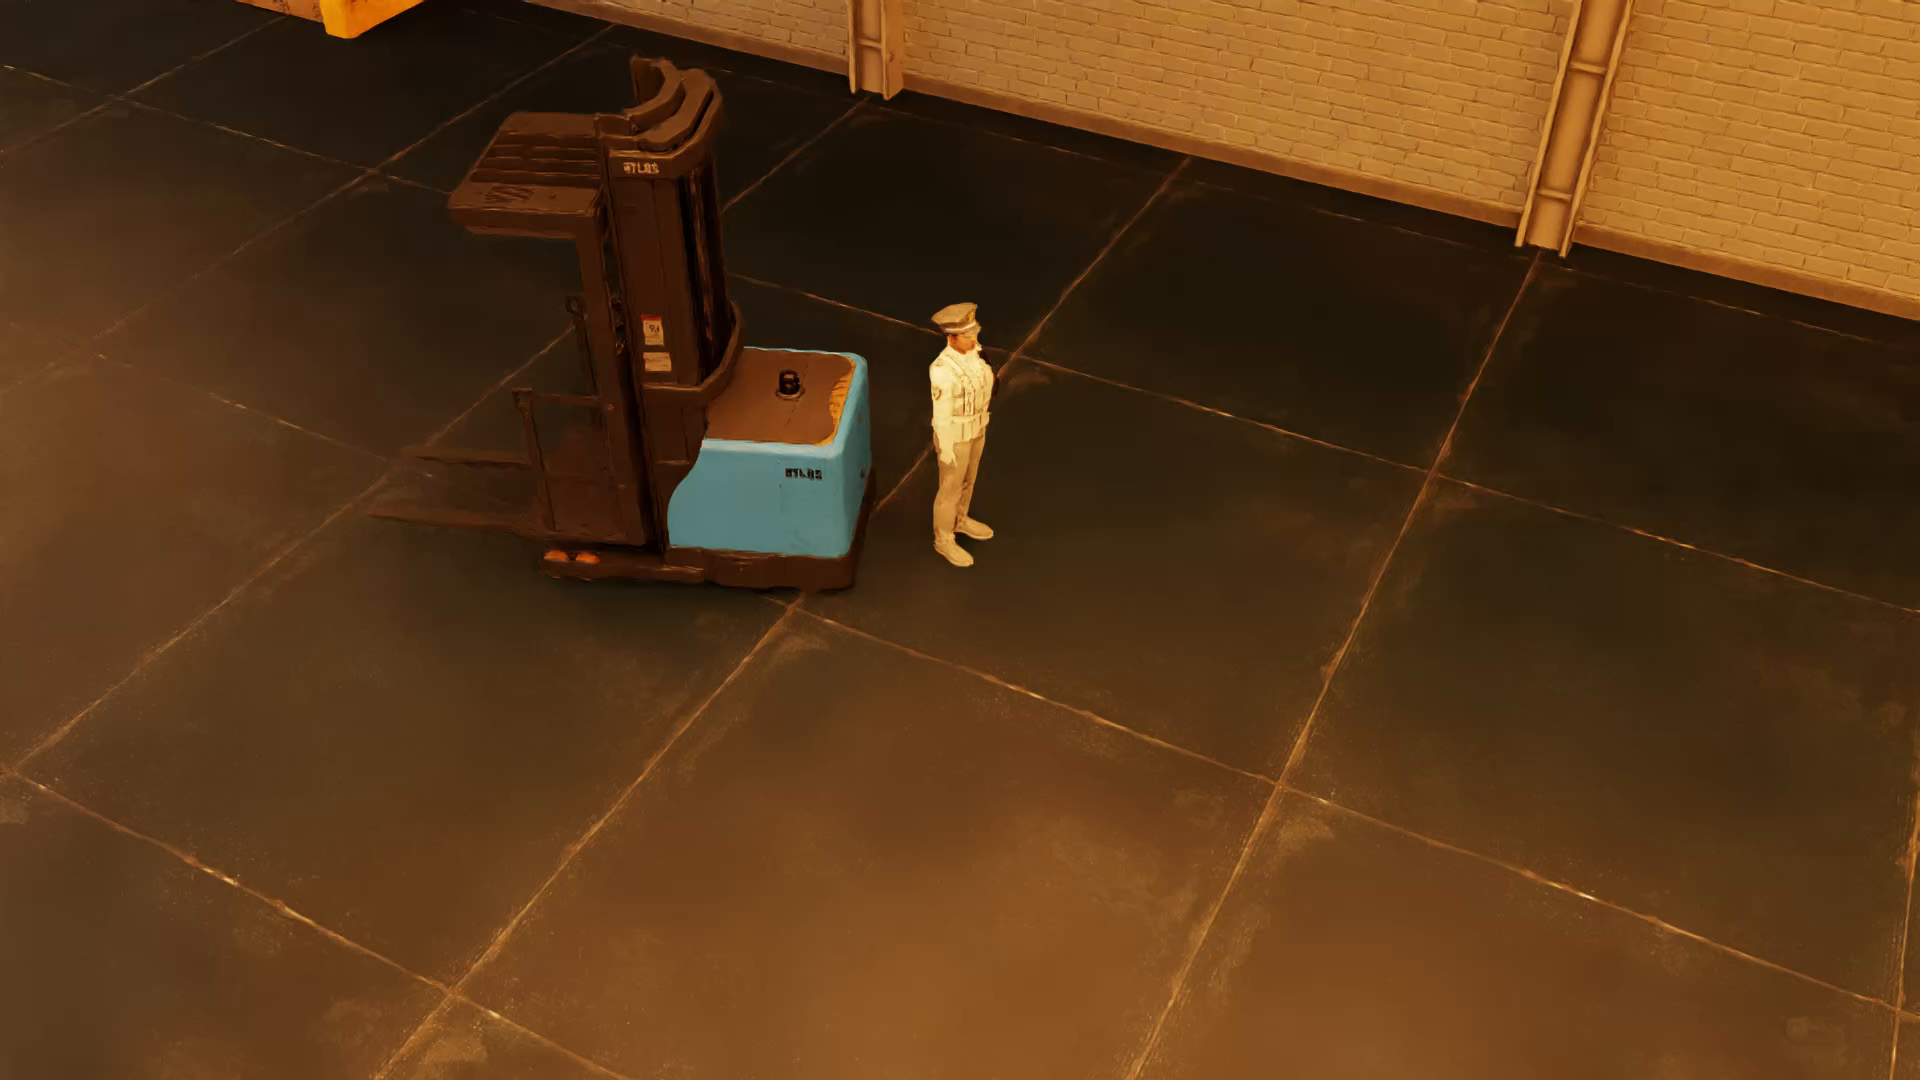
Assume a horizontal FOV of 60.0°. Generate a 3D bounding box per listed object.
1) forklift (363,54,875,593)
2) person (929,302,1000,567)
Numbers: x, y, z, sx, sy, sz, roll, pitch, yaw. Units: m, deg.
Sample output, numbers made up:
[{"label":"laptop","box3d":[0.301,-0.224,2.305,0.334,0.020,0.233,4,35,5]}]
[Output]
[{"label":"forklift","box3d":[-2.089,-1.215,9.429,3.031,2.935,1.130,4,40,5]},{"label":"person","box3d":[0.014,-0.641,9.714,0.337,1.692,0.462,18,43,21]}]
